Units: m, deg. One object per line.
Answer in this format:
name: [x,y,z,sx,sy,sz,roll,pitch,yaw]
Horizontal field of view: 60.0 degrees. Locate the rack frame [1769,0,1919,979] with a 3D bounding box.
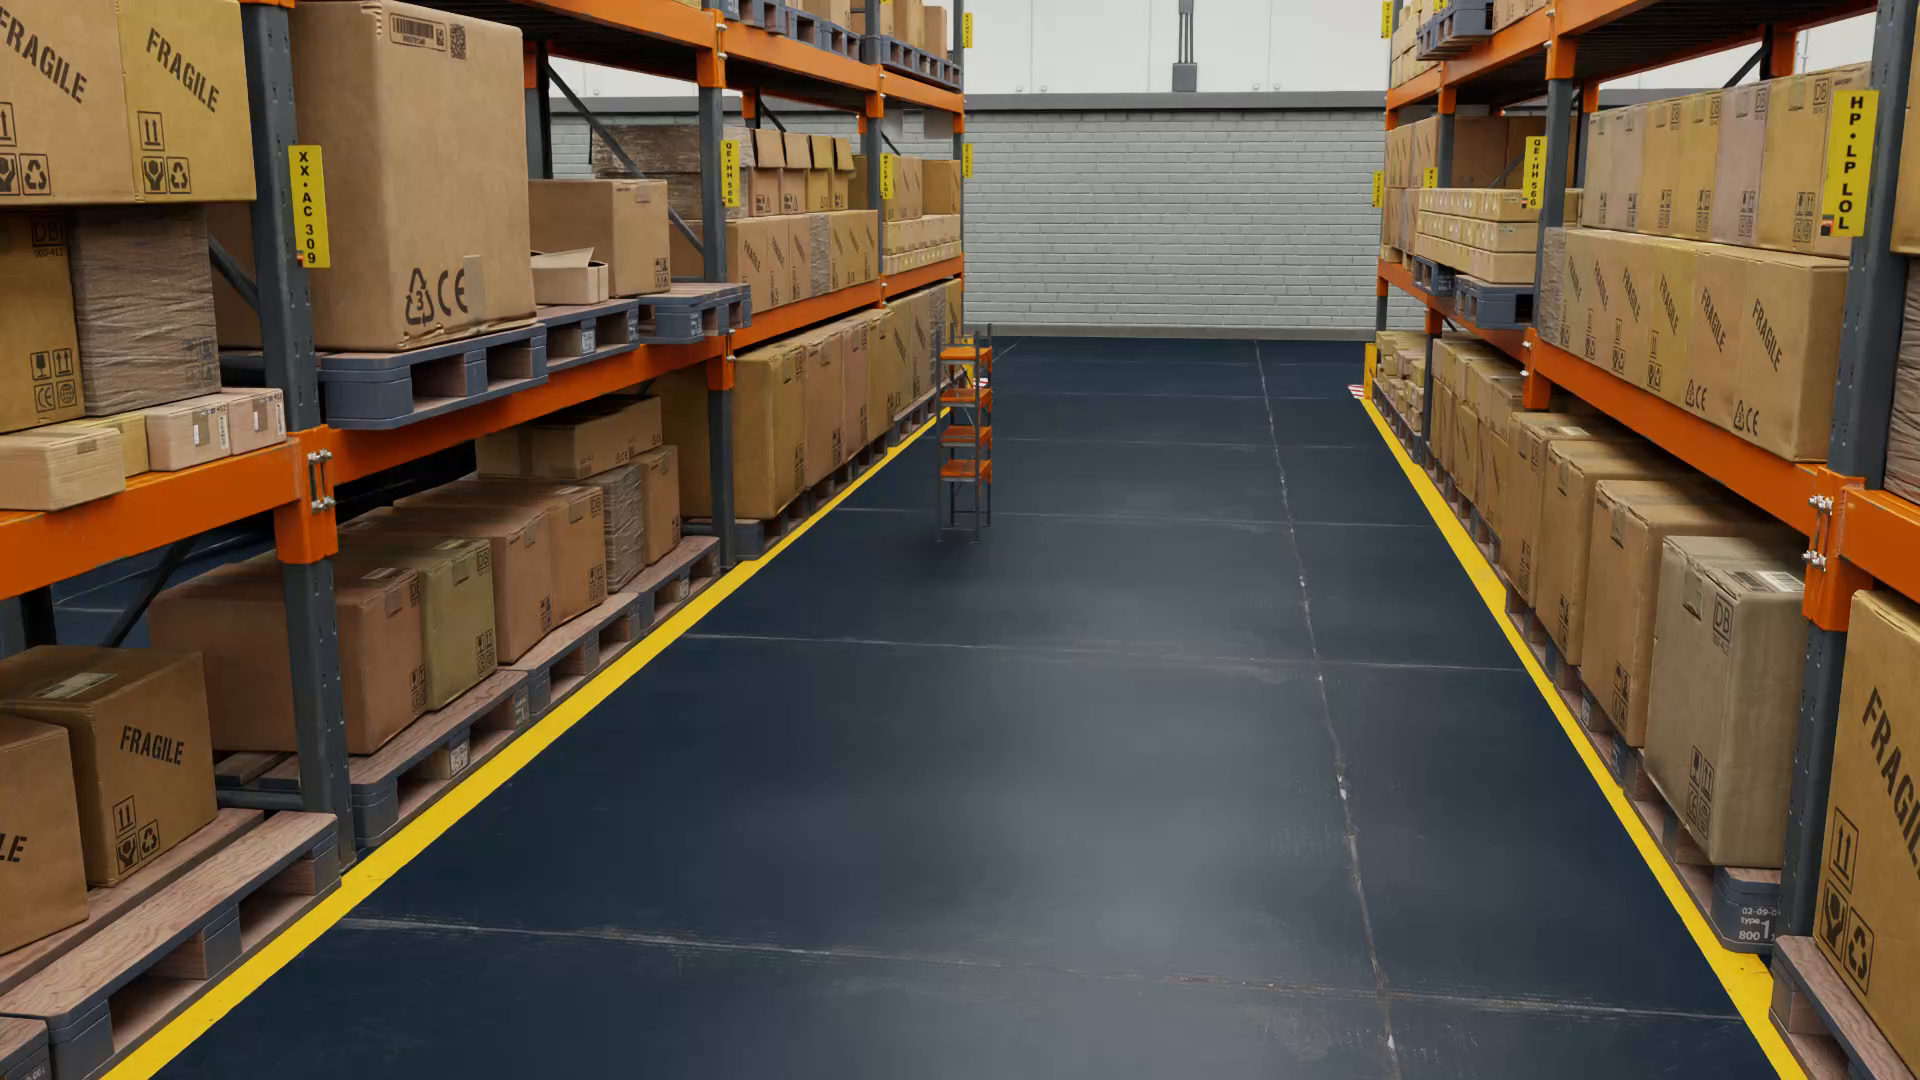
rack frame: [2.575,-0.317,3.845,1.000,3.000,0.127,2,12,9]

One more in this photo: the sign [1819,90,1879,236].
sign: [2.037,-0.860,3.803,0.100,0.325,0.005,2,12,9]

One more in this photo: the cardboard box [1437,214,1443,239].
cardboard box: [3.134,-1.925,10.200,0.380,0.149,0.250,2,12,11]

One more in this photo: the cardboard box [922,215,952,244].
cardboard box: [-0.356,-2.854,15.266,0.500,0.250,0.500,2,12,8]

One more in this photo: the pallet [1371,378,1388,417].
pallet: [4.249,-1.268,14.877,1.003,0.211,1.213,2,12,9]

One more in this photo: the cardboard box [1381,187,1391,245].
cardboard box: [4.078,-2.925,15.002,0.500,0.500,0.500,2,12,11]

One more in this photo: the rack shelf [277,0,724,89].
rack shelf: [-2.003,-2.030,6.380,1.077,0.370,4.000,2,12,9]

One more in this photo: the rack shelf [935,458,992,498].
rack shelf: [0.025,-0.361,9.583,0.258,0.148,0.480,2,12,9]

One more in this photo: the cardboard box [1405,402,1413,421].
cardboard box: [3.628,-0.995,12.762,0.380,0.149,0.250,1,12,7]

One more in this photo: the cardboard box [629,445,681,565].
cardboard box: [-1.779,-0.184,8.119,0.700,0.500,0.500,1,12,6]

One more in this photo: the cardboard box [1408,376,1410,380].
cardboard box: [3.748,-1.231,13.150,0.380,0.149,0.250,2,12,10]

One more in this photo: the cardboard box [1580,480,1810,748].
cardboard box: [2.734,0.245,5.582,1.050,0.750,0.750,2,12,9]

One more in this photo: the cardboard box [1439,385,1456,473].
cardboard box: [3.350,-0.710,10.606,0.500,0.500,0.500,2,12,11]

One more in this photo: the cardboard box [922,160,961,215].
cardboard box: [-0.280,-3.326,15.674,0.500,0.500,0.500,2,12,9]

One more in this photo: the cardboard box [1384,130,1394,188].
cardboard box: [4.089,-3.413,14.895,0.500,0.500,0.500,2,12,8]

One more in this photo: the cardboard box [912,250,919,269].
cardboard box: [-0.548,-2.310,13.687,0.380,0.149,0.250,2,12,8]

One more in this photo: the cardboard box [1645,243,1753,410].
cardboard box: [2.546,-0.694,5.355,0.500,0.500,0.500,2,12,9]

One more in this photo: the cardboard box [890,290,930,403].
cardboard box: [-0.761,-1.653,14.090,0.875,0.875,0.875,2,12,9]

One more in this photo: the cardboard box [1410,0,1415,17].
cardboard box: [3.867,-4.321,13.528,0.380,0.149,0.250,2,12,10]

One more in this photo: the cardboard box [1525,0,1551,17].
cardboard box: [3.027,-2.792,7.972,0.500,0.500,0.500,2,12,9]

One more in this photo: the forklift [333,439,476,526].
forklift: [-4.133,-1.563,9.789,1.130,2.935,3.031,3,13,15]

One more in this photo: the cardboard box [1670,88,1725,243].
cardboard box: [2.880,-1.276,5.682,0.700,0.500,0.500,2,12,8]

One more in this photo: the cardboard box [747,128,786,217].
cardboard box: [-1.464,-2.158,9.768,0.797,0.503,0.637,2,12,10]

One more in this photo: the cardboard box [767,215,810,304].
cardboard box: [-1.199,-1.687,9.964,0.500,0.500,0.500,2,12,8]

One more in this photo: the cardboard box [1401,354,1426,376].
cardboard box: [3.701,-1.385,13.157,0.380,0.149,0.250,1,12,6]

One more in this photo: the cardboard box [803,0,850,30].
cardboard box: [-1.160,-3.764,11.483,0.700,0.500,0.500,2,12,10]

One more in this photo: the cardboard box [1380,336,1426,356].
cardboard box: [3.915,-1.710,14.666,0.380,0.149,0.250,2,12,8]

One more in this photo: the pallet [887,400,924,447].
pallet: [-0.886,-0.957,13.432,1.003,0.211,1.213,2,12,9]

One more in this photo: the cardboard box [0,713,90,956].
cardboard box: [-2.492,0.719,3.972,0.500,0.500,0.500,6,14,27]

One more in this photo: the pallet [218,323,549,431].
pallet: [-2.049,-0.559,5.425,1.003,0.211,1.213,2,12,9]

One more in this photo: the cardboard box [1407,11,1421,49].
cardboard box: [3.851,-4.051,13.219,0.500,0.250,0.500,1,12,7]

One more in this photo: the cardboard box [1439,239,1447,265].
cardboard box: [3.095,-1.726,9.981,0.380,0.149,0.250,2,12,8]

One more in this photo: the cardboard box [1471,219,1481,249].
cardboard box: [2.893,-1.606,8.718,0.380,0.149,0.250,2,12,10]

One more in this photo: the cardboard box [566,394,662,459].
cardboard box: [-1.769,-0.551,8.038,0.500,0.250,0.500,2,12,11]

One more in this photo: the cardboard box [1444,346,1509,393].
cardboard box: [3.351,-1.076,10.523,0.500,0.250,0.500,2,12,10]

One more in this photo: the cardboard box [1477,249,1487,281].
cardboard box: [2.852,-1.401,8.476,0.380,0.149,0.250,2,12,8]

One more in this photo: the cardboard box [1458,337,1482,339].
cardboard box: [4.580,-1.691,14.576,0.380,0.149,0.250,2,12,7]

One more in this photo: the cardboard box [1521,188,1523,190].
cardboard box: [3.936,-2.266,11.075,0.380,0.149,0.250,2,12,11]

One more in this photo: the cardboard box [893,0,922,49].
cardboard box: [-0.711,-4.314,13.801,0.700,0.500,0.500,2,12,11]

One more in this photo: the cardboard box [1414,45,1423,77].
cardboard box: [3.780,-3.696,12.758,0.500,0.250,0.500,2,12,8]

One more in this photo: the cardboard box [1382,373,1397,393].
cardboard box: [3.885,-1.369,14.497,0.380,0.149,0.250,2,12,9]

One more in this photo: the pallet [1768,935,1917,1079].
pallet: [2.381,1.202,3.416,1.003,0.211,1.213,2,12,9]

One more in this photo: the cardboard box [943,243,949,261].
cardboard box: [-0.312,-2.631,15.176,0.380,0.149,0.250,2,12,10]

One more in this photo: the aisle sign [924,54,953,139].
aisle sign: [-0.158,-4.273,16.030,0.394,0.787,0.004,2,12,9]

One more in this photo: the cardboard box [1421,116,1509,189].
cardboard box: [3.610,-2.772,11.920,0.500,0.500,0.500,1,12,7]

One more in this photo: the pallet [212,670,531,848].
pallet: [-2.192,0.702,5.734,1.003,0.211,1.213,2,12,9]

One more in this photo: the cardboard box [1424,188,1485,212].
cardboard box: [3.253,-2.230,10.910,0.380,0.149,0.250,2,12,10]

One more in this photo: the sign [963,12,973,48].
sign: [0.069,-4.837,15.783,0.100,0.325,0.005,2,12,9]

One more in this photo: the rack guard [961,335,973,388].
rack guard: [-0.461,-1.780,16.566,1.175,0.500,0.348,2,12,9]

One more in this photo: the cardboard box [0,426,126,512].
cardboard box: [-2.127,-0.164,3.732,0.380,0.149,0.250,2,12,9]

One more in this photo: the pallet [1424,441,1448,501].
pallet: [3.687,-0.457,11.114,1.003,0.211,1.213,2,12,9]

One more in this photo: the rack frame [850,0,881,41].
rack frame: [-1.080,-5.097,11.783,1.000,3.000,0.127,2,12,9]

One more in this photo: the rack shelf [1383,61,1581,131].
rack shelf: [4.113,-3.513,13.264,1.077,0.370,4.000,2,12,9]

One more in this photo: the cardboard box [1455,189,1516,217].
cardboard box: [3.013,-1.909,9.419,0.380,0.149,0.250,2,12,11]

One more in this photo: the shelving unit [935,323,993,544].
shelving unit: [0.025,-0.621,9.527,0.258,1.200,0.503,2,12,9]
